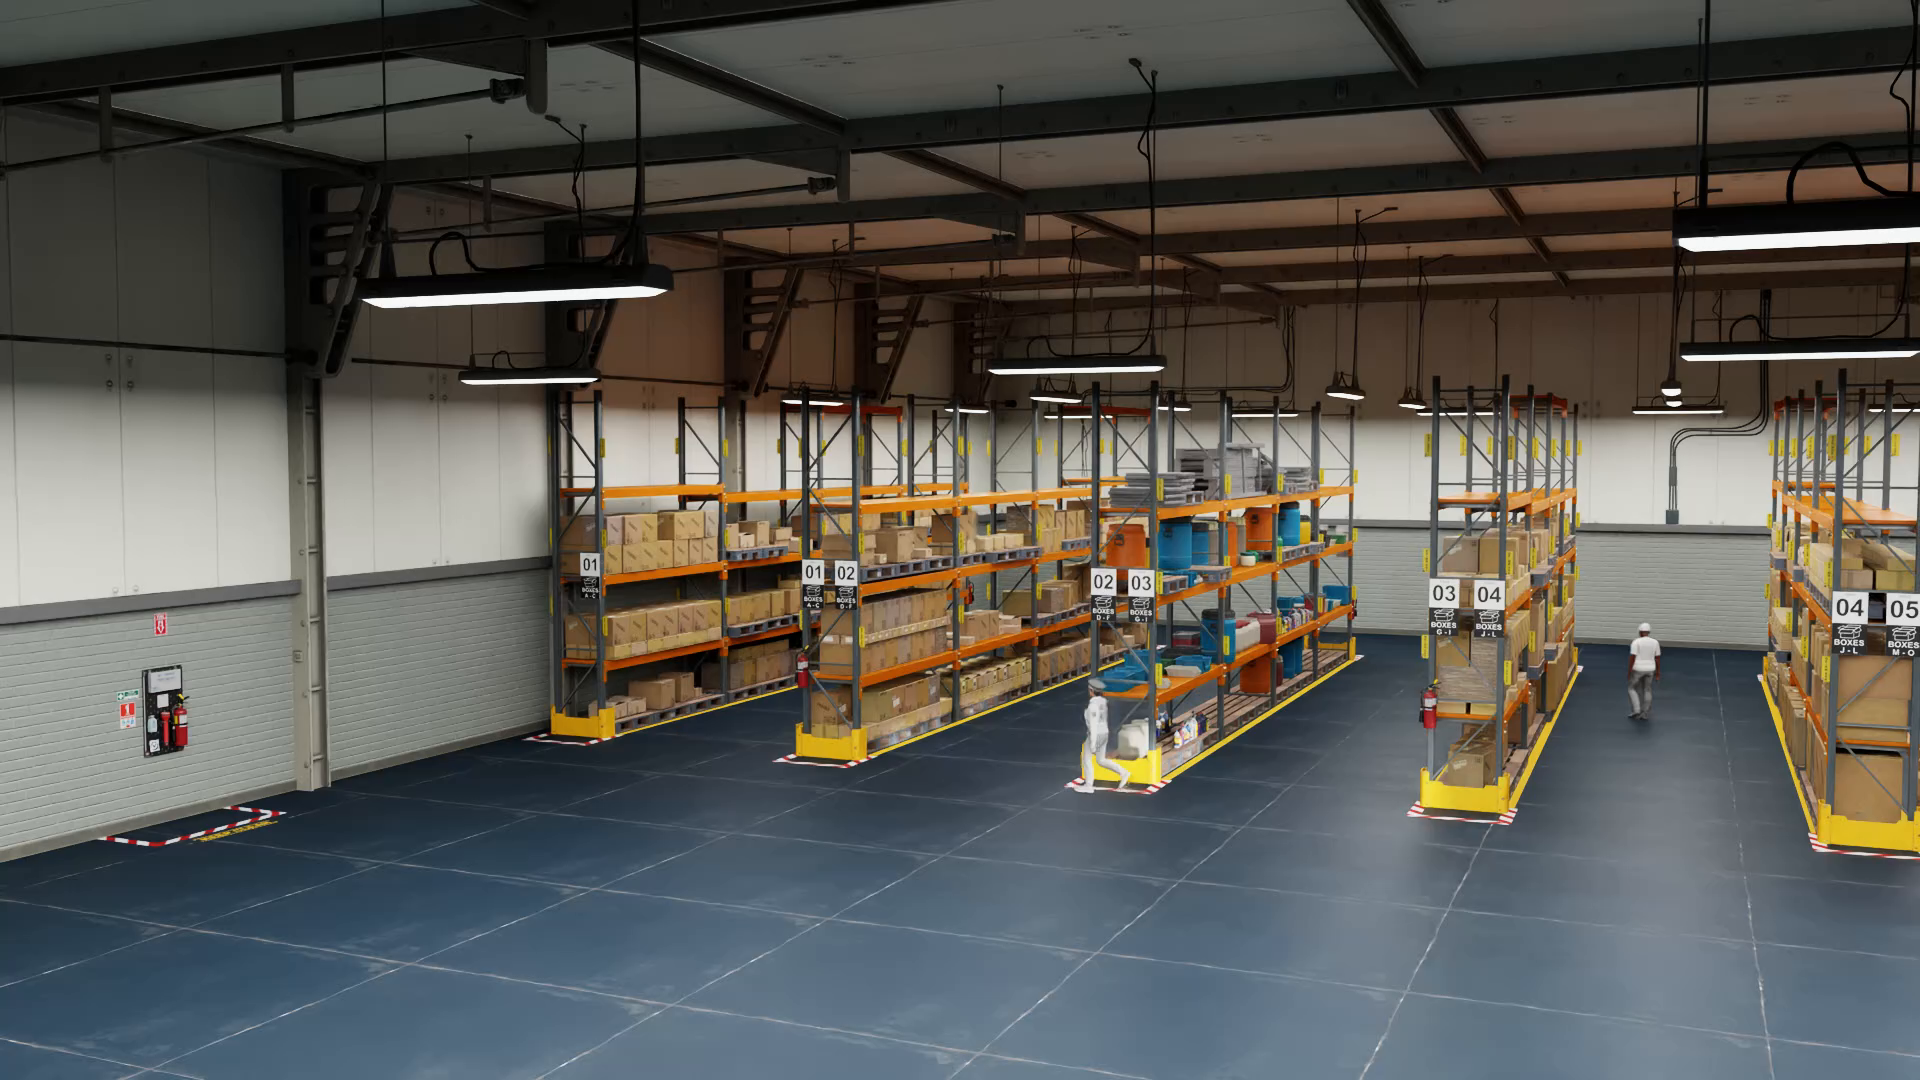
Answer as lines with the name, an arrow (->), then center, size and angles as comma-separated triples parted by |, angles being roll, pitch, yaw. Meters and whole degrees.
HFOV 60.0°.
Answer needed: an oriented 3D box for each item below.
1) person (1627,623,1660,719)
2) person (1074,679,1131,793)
person -> 12.643, 2.429, 30.781 | 0.609, 1.787, 0.403 | 0, 3, -3
person -> 2.059, 2.832, 24.047 | 0.810, 1.651, 0.510 | 1, 3, 20
